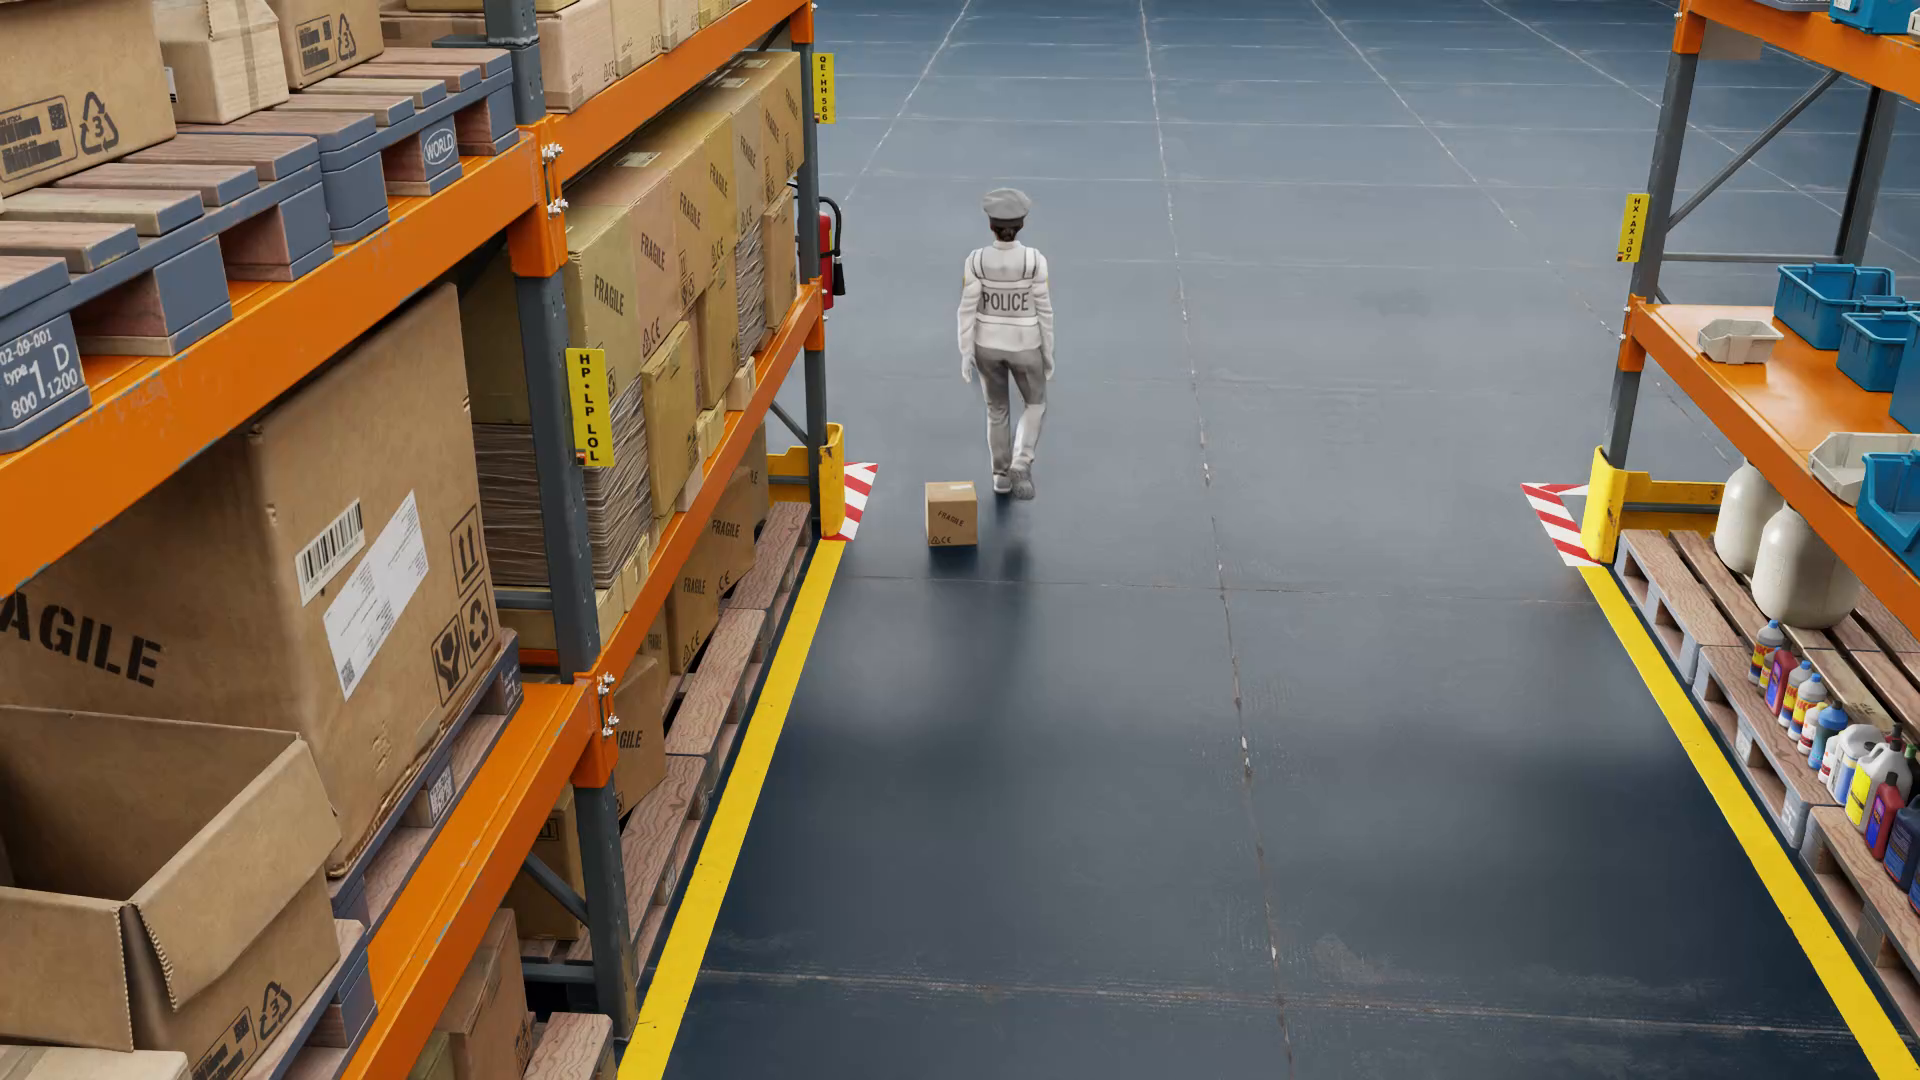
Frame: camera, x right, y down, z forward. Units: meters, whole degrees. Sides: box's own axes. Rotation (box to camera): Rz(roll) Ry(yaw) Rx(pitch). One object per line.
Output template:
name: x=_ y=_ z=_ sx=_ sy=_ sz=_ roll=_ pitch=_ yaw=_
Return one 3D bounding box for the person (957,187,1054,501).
person: x=0.243 y=-1.004 z=8.709 sx=0.503 sy=1.669 sz=0.553 roll=4 pitch=25 yaw=8
